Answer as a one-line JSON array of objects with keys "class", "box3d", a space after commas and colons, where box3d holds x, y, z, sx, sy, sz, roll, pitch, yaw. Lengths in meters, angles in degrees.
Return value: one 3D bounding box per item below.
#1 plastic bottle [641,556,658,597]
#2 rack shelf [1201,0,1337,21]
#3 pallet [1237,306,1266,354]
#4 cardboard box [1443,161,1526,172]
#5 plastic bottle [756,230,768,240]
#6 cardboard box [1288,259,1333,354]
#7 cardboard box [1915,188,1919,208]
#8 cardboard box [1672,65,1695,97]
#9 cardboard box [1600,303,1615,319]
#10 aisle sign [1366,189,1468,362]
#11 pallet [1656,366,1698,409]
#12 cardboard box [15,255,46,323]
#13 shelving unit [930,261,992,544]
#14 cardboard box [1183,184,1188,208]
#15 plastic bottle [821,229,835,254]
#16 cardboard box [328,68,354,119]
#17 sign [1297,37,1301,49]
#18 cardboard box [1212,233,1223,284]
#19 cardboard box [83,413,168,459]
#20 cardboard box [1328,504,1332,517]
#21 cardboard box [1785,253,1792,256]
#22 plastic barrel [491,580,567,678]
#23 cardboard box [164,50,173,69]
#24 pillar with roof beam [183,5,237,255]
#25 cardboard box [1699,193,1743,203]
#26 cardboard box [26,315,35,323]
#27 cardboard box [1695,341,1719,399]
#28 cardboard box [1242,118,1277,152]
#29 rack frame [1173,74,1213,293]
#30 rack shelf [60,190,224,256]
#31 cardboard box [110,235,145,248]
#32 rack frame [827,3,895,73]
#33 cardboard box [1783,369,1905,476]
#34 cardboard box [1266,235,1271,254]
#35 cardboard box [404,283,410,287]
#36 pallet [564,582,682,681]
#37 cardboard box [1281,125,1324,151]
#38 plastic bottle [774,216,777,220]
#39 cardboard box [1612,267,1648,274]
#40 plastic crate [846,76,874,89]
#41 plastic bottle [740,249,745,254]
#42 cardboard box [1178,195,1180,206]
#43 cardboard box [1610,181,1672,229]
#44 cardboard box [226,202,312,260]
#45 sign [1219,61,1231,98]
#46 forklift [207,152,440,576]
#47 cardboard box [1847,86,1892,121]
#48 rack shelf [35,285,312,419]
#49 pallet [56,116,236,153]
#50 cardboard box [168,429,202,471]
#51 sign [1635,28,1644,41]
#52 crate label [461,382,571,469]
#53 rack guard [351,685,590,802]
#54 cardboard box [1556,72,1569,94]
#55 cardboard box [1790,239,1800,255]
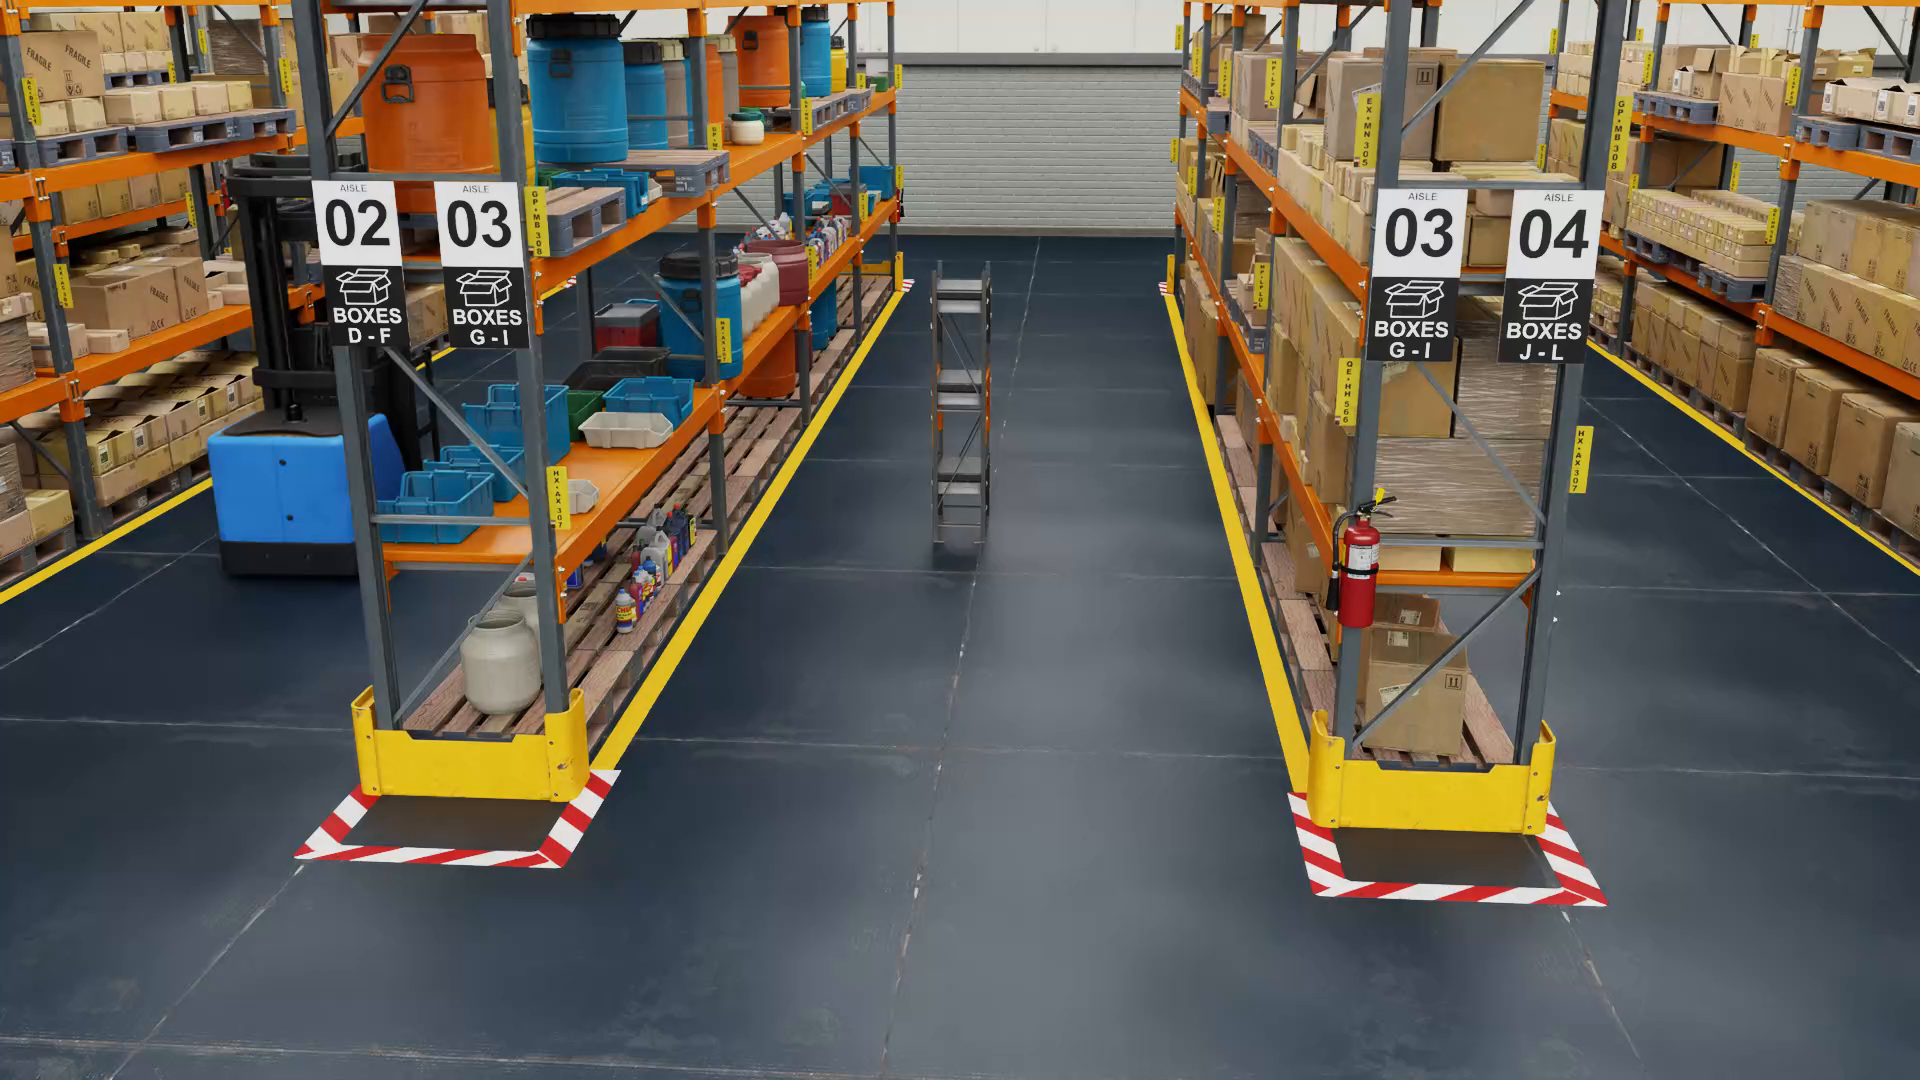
[{"class": "plastic bottle", "box3d": [-2.065, 0.239, 11.051, 0.097, 0.271, 0.097, 0, 18, 0]}, {"class": "rack shelf", "box3d": [3.105, -5.406, 16.767, 1.077, 0.370, 4.000, 1, 18, 4]}, {"class": "pallet", "box3d": [2.861, -1.759, 13.782, 1.003, 0.211, 1.213, 1, 18, 4]}, {"class": "cardboard box", "box3d": [2.761, -1.923, 8.758, 0.380, 0.149, 0.250, 1, 18, 4]}, {"class": "plastic bottle", "box3d": [-2.188, -3.265, 18.269, 0.152, 0.276, 0.135, 1, 18, 4]}, {"class": "cardboard box", "box3d": [2.319, -1.443, 10.265, 0.500, 0.500, 0.500, 1, 18, 4]}, {"class": "cardboard box", "box3d": [13.099, -4.634, 22.087, 0.500, 0.500, 0.500, 1, 18, 3]}, {"class": "cardboard box", "box3d": [7.916, -4.880, 17.650, 0.500, 0.311, 0.500, 1, 18, 3]}, {"class": "cardboard box", "box3d": [7.901, -2.741, 19.898, 0.380, 0.149, 0.250, 0, 18, 1]}, {"class": "aisle sign", "box3d": [2.085, -1.204, 7.605, 0.394, 0.787, 0.004, 1, 18, 4]}, {"class": "pallet", "box3d": [8.049, -1.619, 17.525, 1.003, 0.211, 1.213, 1, 18, 4]}, {"class": "cardboard box", "box3d": [-11.490, -3.013, 20.079, 0.750, 0.750, 0.750, 1, 18, 5]}, {"class": "shelving unit", "box3d": [0.012, -1.049, 12.753, 0.431, 2.100, 0.503, 1, 18, 4]}, {"class": "cardboard box", "box3d": [3.129, -4.398, 21.290, 0.500, 0.250, 0.500, 1, 18, 3]}, {"class": "plastic bottle", "box3d": [-1.469, -3.318, 18.432, 0.152, 0.276, 0.135, 1, 18, 4]}, {"class": "cardboard box", "box3d": [-6.847, -4.617, 17.219, 0.910, 0.500, 0.500, 1, 18, 4]}, {"class": "sign", "box3d": [3.791, -5.520, 18.798, 0.100, 0.325, 0.005, 1, 18, 4]}, {"class": "cardboard box", "box3d": [2.792, -2.827, 16.572, 0.500, 0.500, 0.500, 1, 18, 3]}, {"class": "cardboard box", "box3d": [-6.886, -0.883, 13.642, 0.500, 0.311, 0.500, 1, 18, 3]}, {"class": "cardboard box", "box3d": [2.221, -0.189, 9.085, 0.380, 0.149, 0.250, 1, 18, 4]}, {"class": "cardboard box", "box3d": [8.173, -2.705, 16.091, 0.380, 0.149, 0.250, 2, 18, 7]}, {"class": "plastic barrel", "box3d": [-2.545, 0.529, 9.812, 0.421, 0.512, 0.421, 0, 18, 0]}, {"class": "cardboard box", "box3d": [-11.074, -6.650, 22.989, 0.500, 0.250, 0.500, 2, 18, 6]}, {"class": "pillar with roof beam", "box3d": [-7.662, -8.895, 25.617, 9.100, 9.000, 0.400, 1, 18, 4]}, {"class": "cardboard box", "box3d": [8.336, -3.716, 18.221, 0.380, 0.149, 0.250, 1, 18, 2]}, {"class": "cardboard box", "box3d": [-7.326, -1.659, 13.385, 0.396, 0.266, 0.258, 1, 18, 3]}, {"class": "cardboard box", "box3d": [7.729, -1.707, 16.654, 0.500, 0.500, 0.500, 2, 18, 6]}, {"class": "cardboard box", "box3d": [2.610, -3.360, 13.785, 0.500, 0.250, 0.500, 2, 18, 5]}, {"class": "rack frame", "box3d": [3.535, -4.950, 23.214, 1.000, 3.000, 0.127, 1, 18, 4]}, {"class": "rack shelf", "box3d": [-11.430, -4.319, 22.442, 1.077, 0.370, 4.000, 1, 18, 4]}, {"class": "cardboard box", "box3d": [-11.499, -4.112, 22.952, 0.380, 0.149, 0.250, 2, 18, 5]}, {"class": "rack frame", "box3d": [-1.405, -7.912, 22.617, 1.000, 3.000, 0.127, 1, 18, 4]}, {"class": "cardboard box", "box3d": [7.709, -0.995, 14.082, 1.050, 0.750, 0.750, 2, 18, 5]}, {"class": "cardboard box", "box3d": [3.023, -2.369, 14.499, 0.700, 0.500, 0.500, 4, 19, 12]}, {"class": "cardboard box", "box3d": [-6.910, -2.807, 19.979, 0.500, 0.500, 0.500, 0, 18, 1]}, {"class": "pallet", "box3d": [-2.440, 0.579, 10.818, 1.003, 0.211, 1.213, 1, 18, 4]}, {"class": "cardboard box", "box3d": [2.344, -2.673, 11.047, 0.380, 0.149, 0.250, 1, 18, 2]}, {"class": "plastic bottle", "box3d": [-2.153, -3.617, 19.333, 0.061, 0.283, 0.133, 1, 18, 4]}, {"class": "cardboard box", "box3d": [8.677, -3.442, 21.559, 0.380, 0.149, 0.250, 2, 18, 6]}, {"class": "plastic crate", "box3d": [-1.329, -5.562, 20.472, 0.497, 0.269, 0.590, 1, 18, 4]}, {"class": "plastic bottle", "box3d": [-2.283, -2.936, 17.384, 0.097, 0.201, 0.097, 0, 18, 0]}, {"class": "cardboard box", "box3d": [3.146, -4.569, 22.453, 0.380, 0.149, 0.250, 1, 18, 3]}, {"class": "cardboard box", "box3d": [7.941, -3.911, 19.404, 0.500, 0.500, 0.500, 1, 18, 4]}, {"class": "cardboard box", "box3d": [-6.986, -3.133, 16.833, 0.700, 0.500, 0.500, -5, 19, -15]}, {"class": "sign", "box3d": [2.409, -4.189, 15.116, 0.100, 0.325, 0.005, 1, 18, 4]}, {"class": "forklift", "box3d": [-4.740, -1.546, 12.934, 1.130, 2.935, 3.031, 1, 18, 3]}, {"class": "cardboard box", "box3d": [7.595, -3.549, 13.527, 0.500, 0.250, 0.500, 2, 18, 5]}, {"class": "rack shelf", "box3d": [-7.062, -1.725, 14.526, 1.077, 0.370, 4.000, 1, 18, 4]}, {"class": "pallet", "box3d": [-6.955, -3.464, 14.162, 1.003, 0.211, 1.213, 2, 18, 6]}, {"class": "cardboard box", "box3d": [-6.857, -0.778, 14.222, 0.500, 0.250, 0.500, 1, 18, 2]}, {"class": "sign", "box3d": [9.027, -6.636, 22.118, 0.100, 0.325, 0.005, 1, 18, 4]}, {"class": "crate label", "box3d": [-2.690, -0.686, 10.143, 0.502, 0.435, 0.616, 1, 18, 4]}, {"class": "rack guard", "box3d": [-2.593, 1.072, 8.850, 1.175, 0.500, 0.348, 1, 18, 4]}, {"class": "cardboard box", "box3d": [8.188, -6.029, 21.928, 0.500, 0.250, 0.500, 2, 18, 6]}, {"class": "cardboard box", "box3d": [8.154, -2.775, 15.826, 0.380, 0.149, 0.250, 2, 18, 7]}]
